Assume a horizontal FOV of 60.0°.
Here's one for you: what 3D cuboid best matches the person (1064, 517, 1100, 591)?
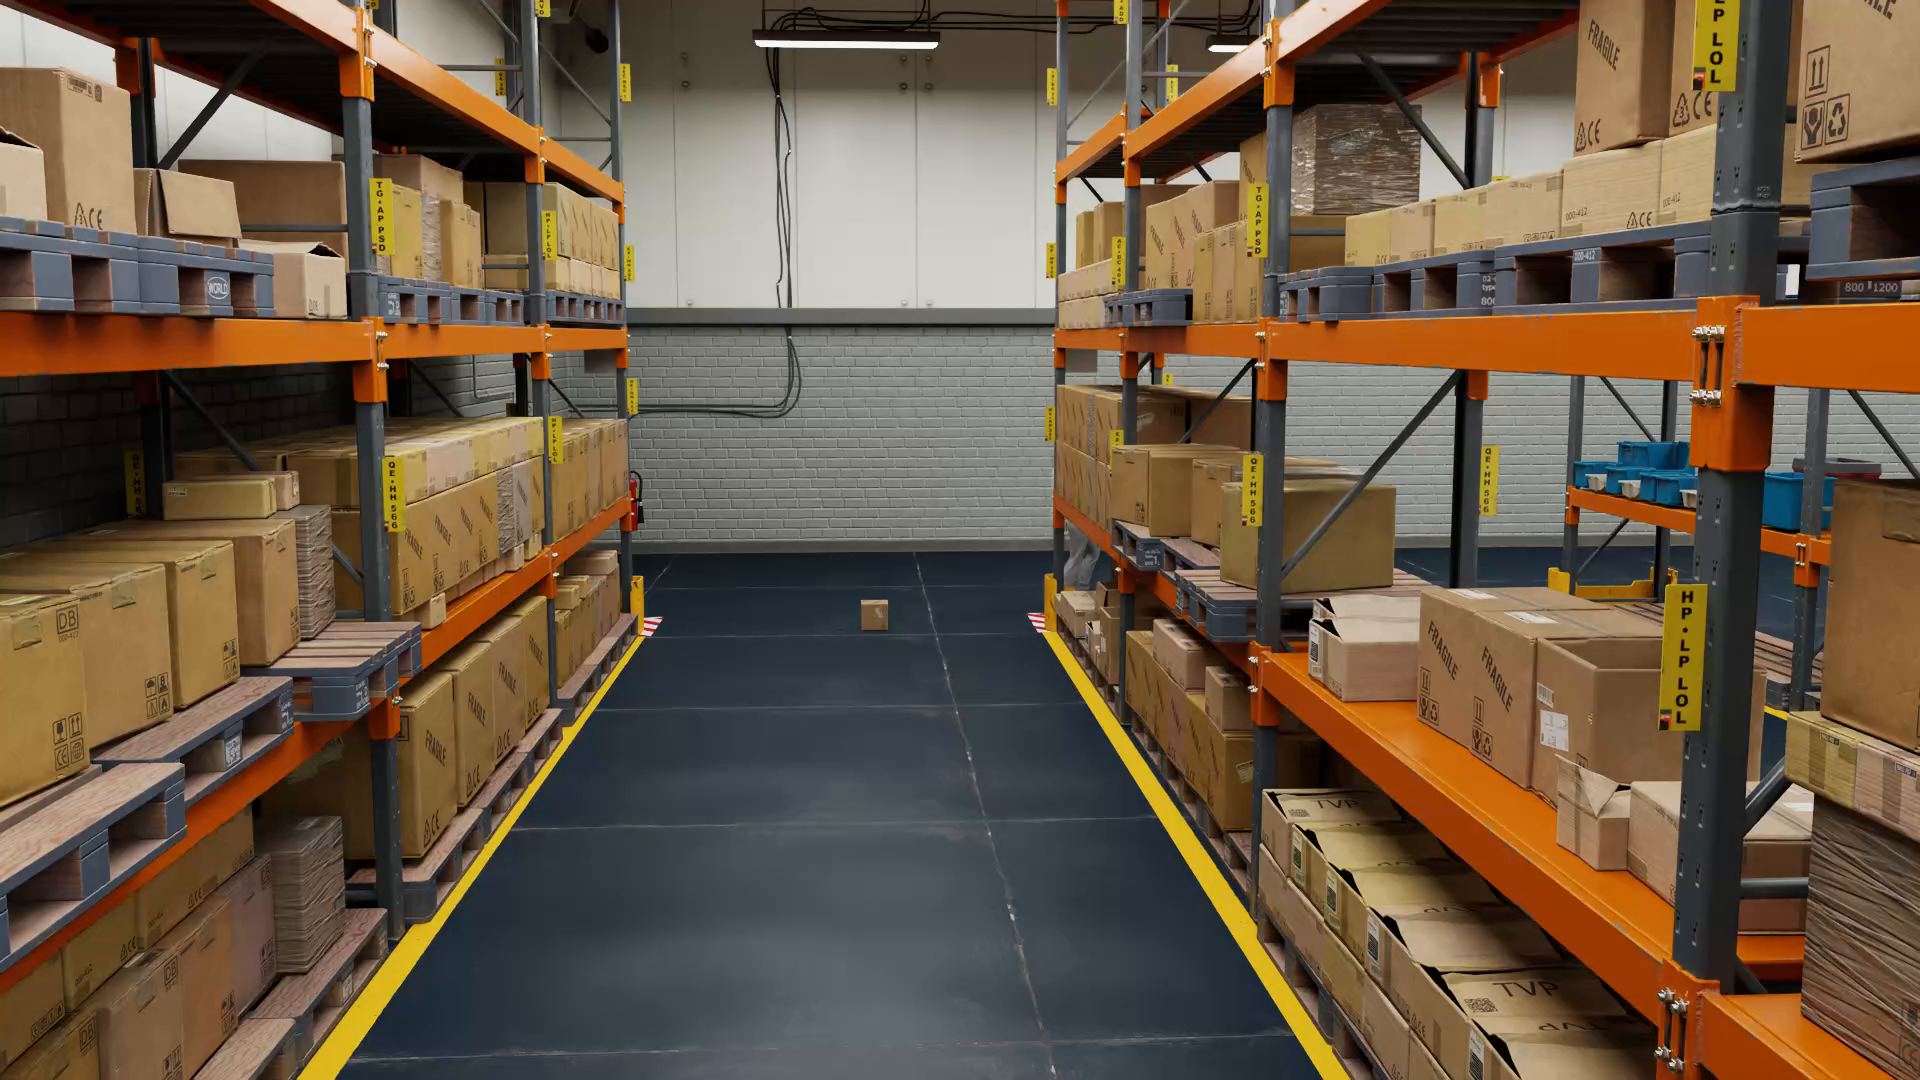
[{"bbox_3d":[1.225,-0.142,16.872,0.491,1.728,0.508,-1,7,-9],"label":"person"}]
